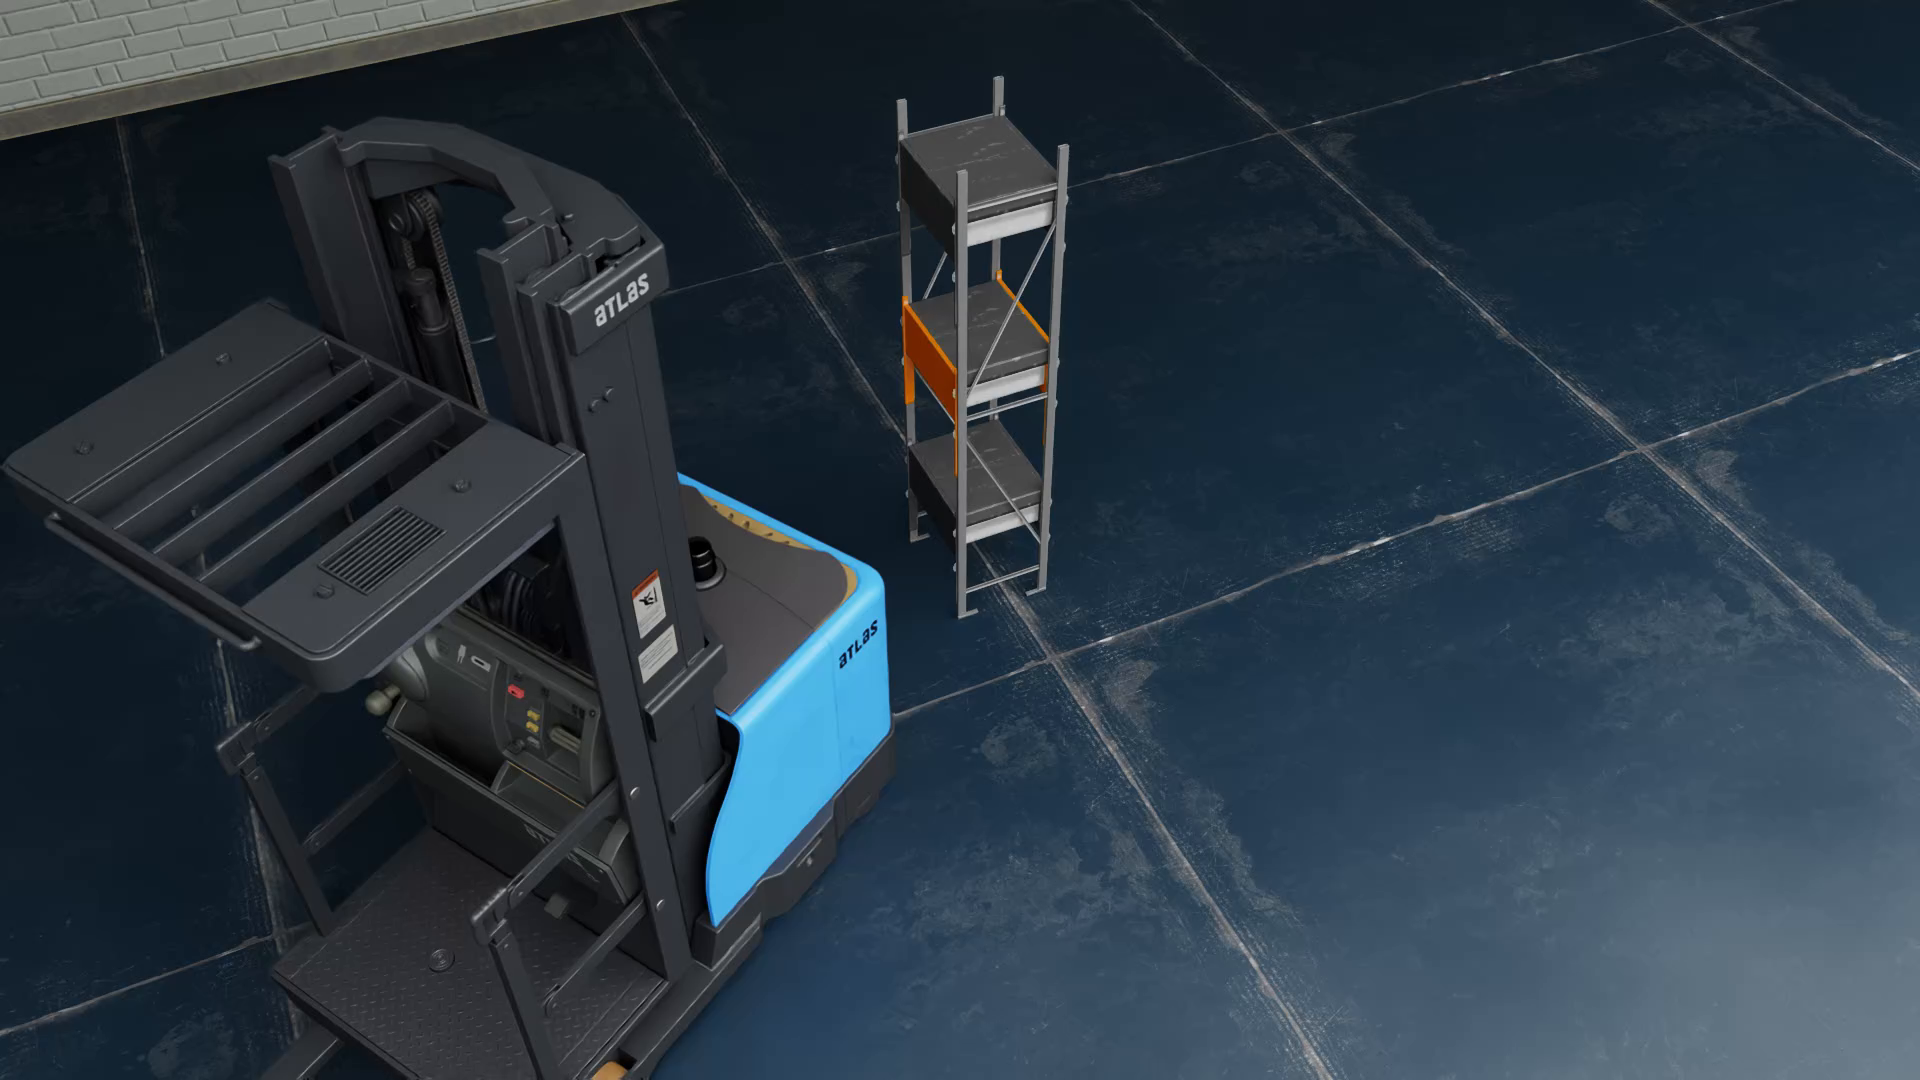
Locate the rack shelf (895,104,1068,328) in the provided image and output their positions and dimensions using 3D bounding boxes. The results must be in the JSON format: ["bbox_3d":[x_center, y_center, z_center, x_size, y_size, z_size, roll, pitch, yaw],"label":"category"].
[{"bbox_3d":[0.070,-1.130,5.792,0.431,0.518,0.480,-18,47,-17],"label":"rack shelf"}]

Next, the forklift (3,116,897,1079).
[{"bbox_3d":[-1.472,0.502,4.523,1.130,2.935,3.031,25,50,23],"label":"forklift"}]

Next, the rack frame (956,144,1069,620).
[{"bbox_3d":[0.172,-0.486,6.117,0.400,2.100,0.015,-18,47,-17],"label":"rack frame"}]

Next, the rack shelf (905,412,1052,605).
[{"bbox_3d":[0.070,-0.134,6.776,0.431,0.518,0.480,-18,47,-17],"label":"rack shelf"}]

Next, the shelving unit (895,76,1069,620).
[{"bbox_3d":[0.070,-0.642,6.274,0.431,2.100,0.503,-18,47,-17],"label":"shelving unit"}]

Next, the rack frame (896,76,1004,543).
[{"bbox_3d":[-0.033,-0.797,6.432,0.400,2.100,0.015,-18,47,-17],"label":"rack frame"}]

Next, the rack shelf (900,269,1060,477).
[{"bbox_3d":[0.070,-0.632,6.284,0.431,0.518,0.480,-18,47,-17],"label":"rack shelf"}]
